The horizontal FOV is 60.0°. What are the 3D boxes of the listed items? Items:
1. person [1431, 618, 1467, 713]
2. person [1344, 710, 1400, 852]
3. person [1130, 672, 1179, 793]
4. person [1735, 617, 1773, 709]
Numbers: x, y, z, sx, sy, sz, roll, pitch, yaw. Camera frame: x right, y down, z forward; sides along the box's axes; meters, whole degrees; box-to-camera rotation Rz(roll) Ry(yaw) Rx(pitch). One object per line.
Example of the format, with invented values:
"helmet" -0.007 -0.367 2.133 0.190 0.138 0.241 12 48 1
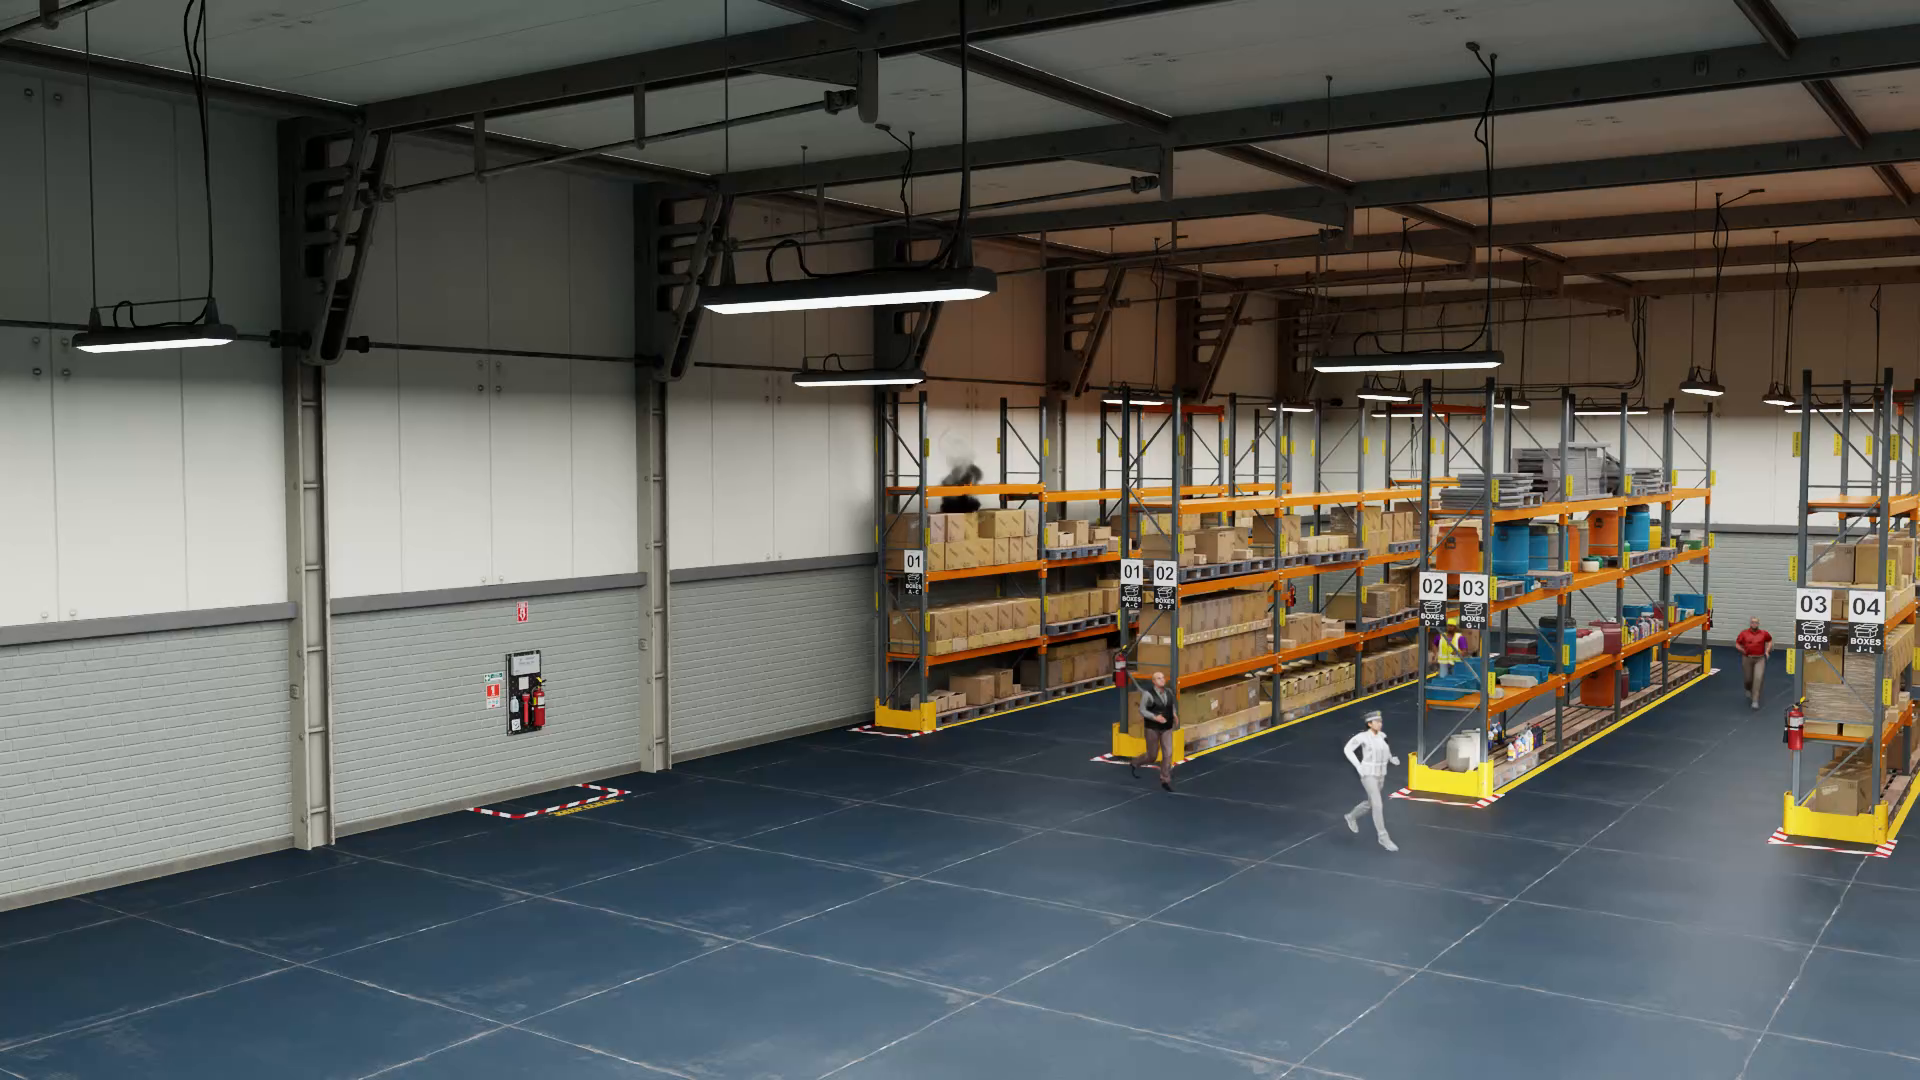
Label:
"person" 9.244 2.380 31.443 0.670 1.801 0.728 1 3 22
"person" 5.190 2.986 20.963 0.615 1.709 0.927 -2 4 -34
"person" 2.902 2.795 24.478 0.670 1.726 0.904 -2 4 -26
"person" 15.391 2.361 32.248 0.664 1.737 0.944 1 3 25
